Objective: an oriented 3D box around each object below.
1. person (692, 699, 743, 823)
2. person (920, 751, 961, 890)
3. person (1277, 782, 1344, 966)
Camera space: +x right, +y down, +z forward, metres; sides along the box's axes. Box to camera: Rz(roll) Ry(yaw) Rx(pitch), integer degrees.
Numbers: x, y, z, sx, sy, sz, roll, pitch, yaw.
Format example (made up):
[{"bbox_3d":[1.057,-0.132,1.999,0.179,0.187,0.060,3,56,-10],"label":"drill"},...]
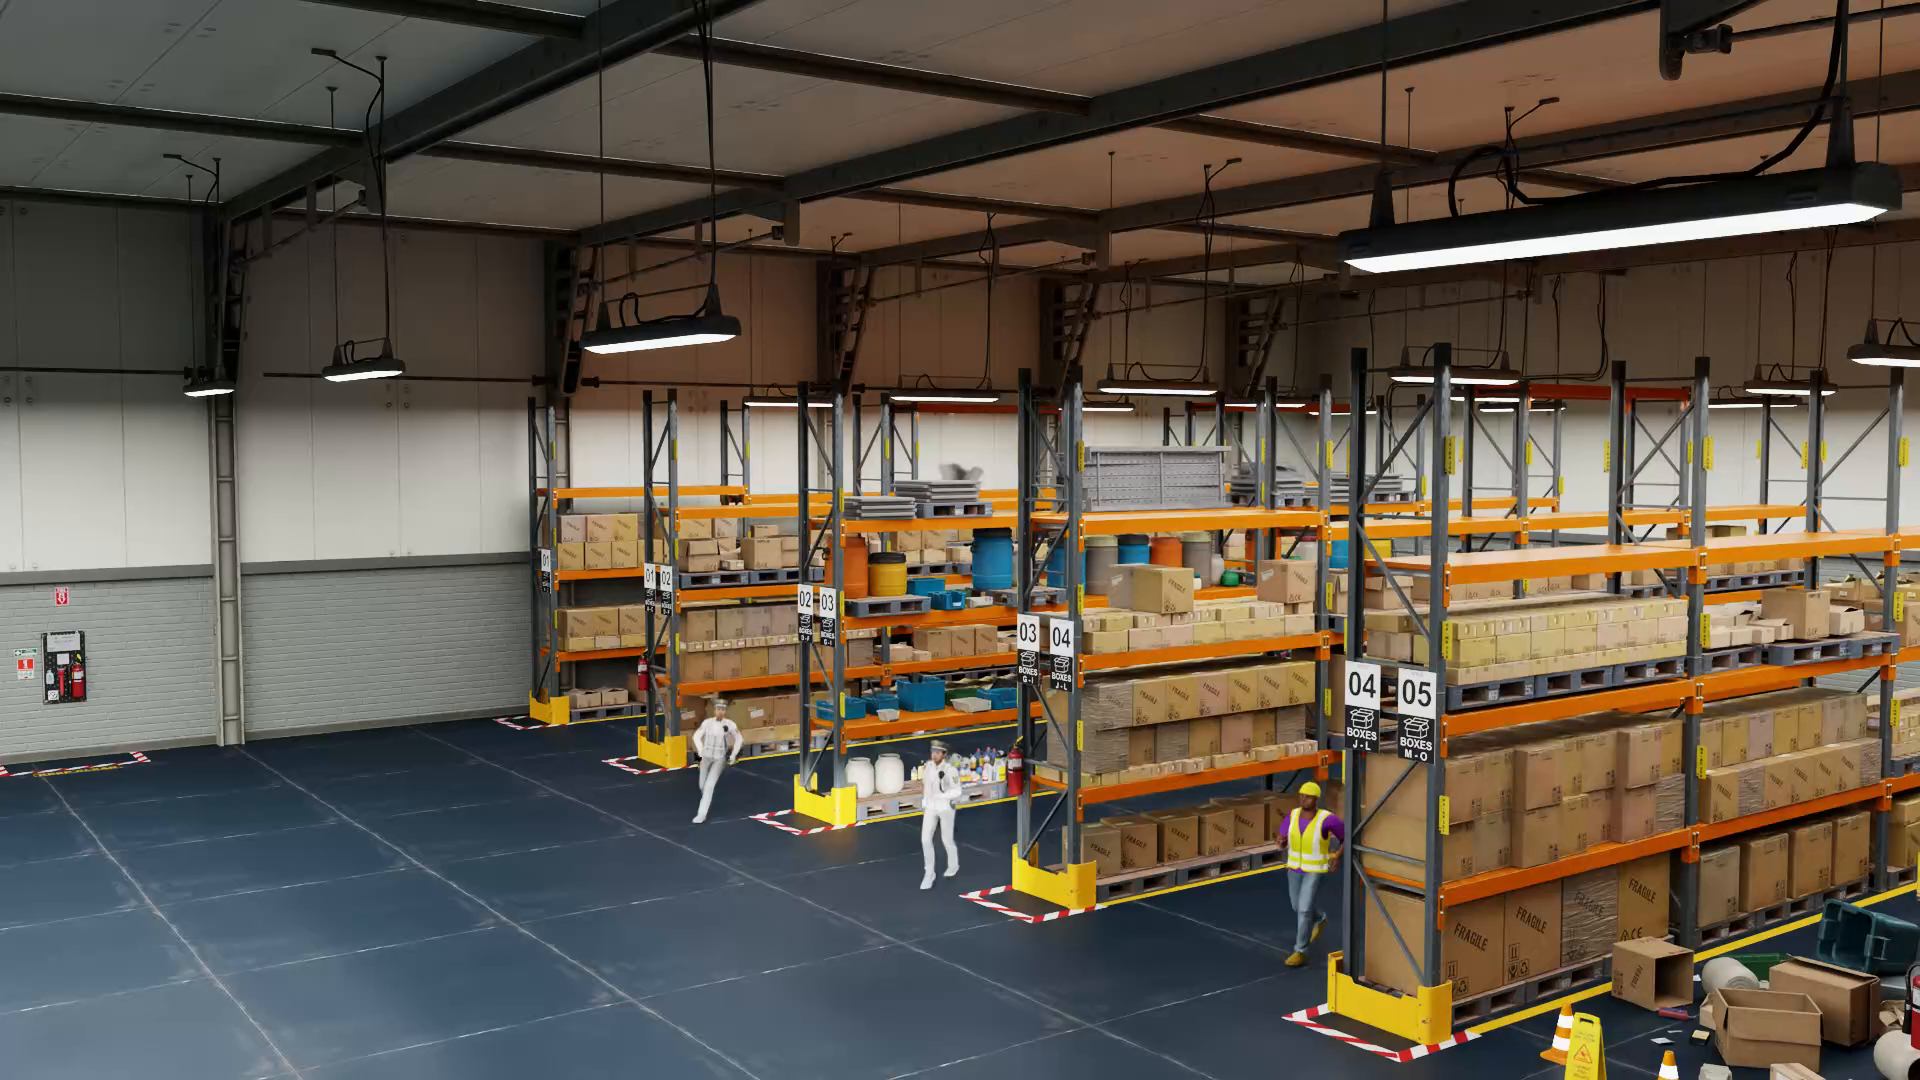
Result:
[{"bbox_3d":[-3.331,2.990,22.778,0.675,1.645,0.840,0,3,5],"label":"person"},{"bbox_3d":[-0.238,3.199,19.412,0.588,1.711,0.702,2,4,27],"label":"person"},{"bbox_3d":[3.481,3.286,16.614,0.712,1.744,0.961,3,5,42],"label":"person"}]
